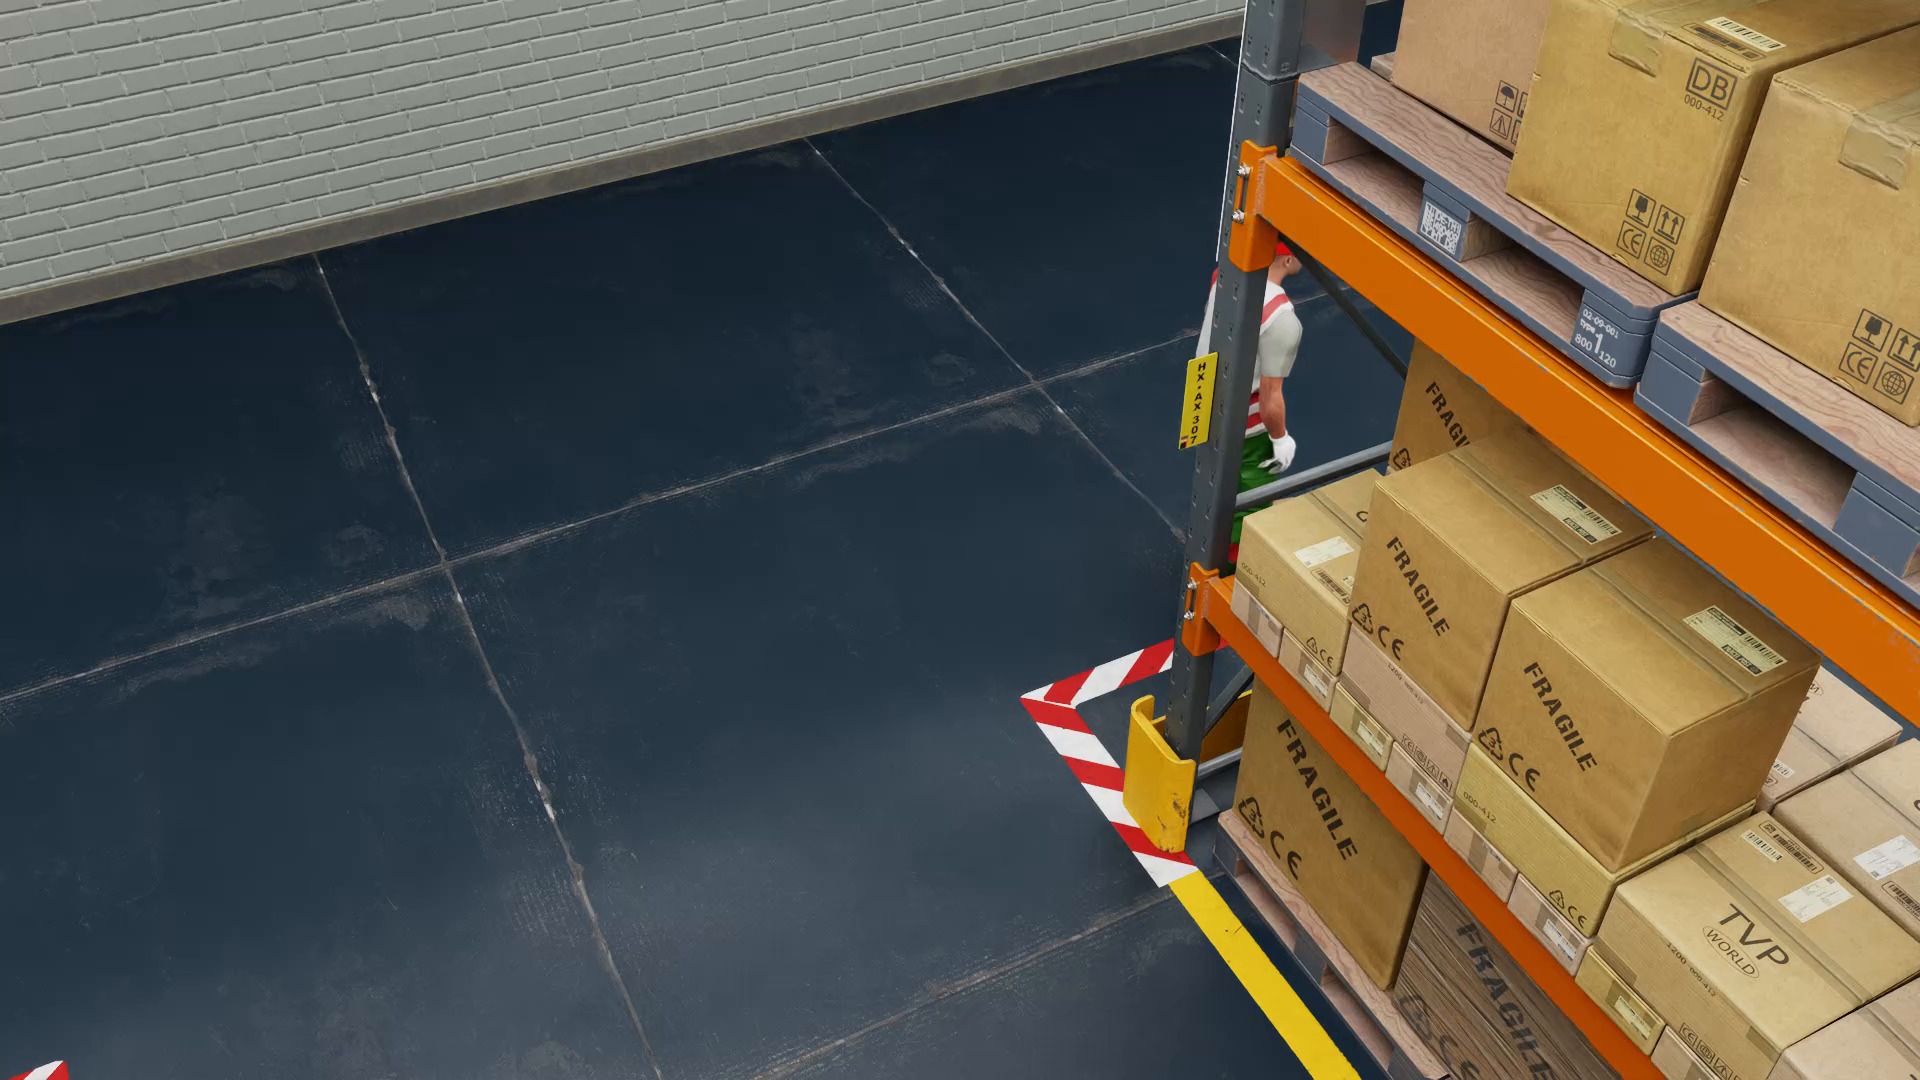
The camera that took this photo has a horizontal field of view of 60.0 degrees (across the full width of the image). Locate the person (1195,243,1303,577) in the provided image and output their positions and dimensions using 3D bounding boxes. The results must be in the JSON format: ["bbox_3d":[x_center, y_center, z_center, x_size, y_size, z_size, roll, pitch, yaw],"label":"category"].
[{"bbox_3d":[1.170,-0.531,6.761,0.453,1.778,0.615,-13,43,-15],"label":"person"}]
